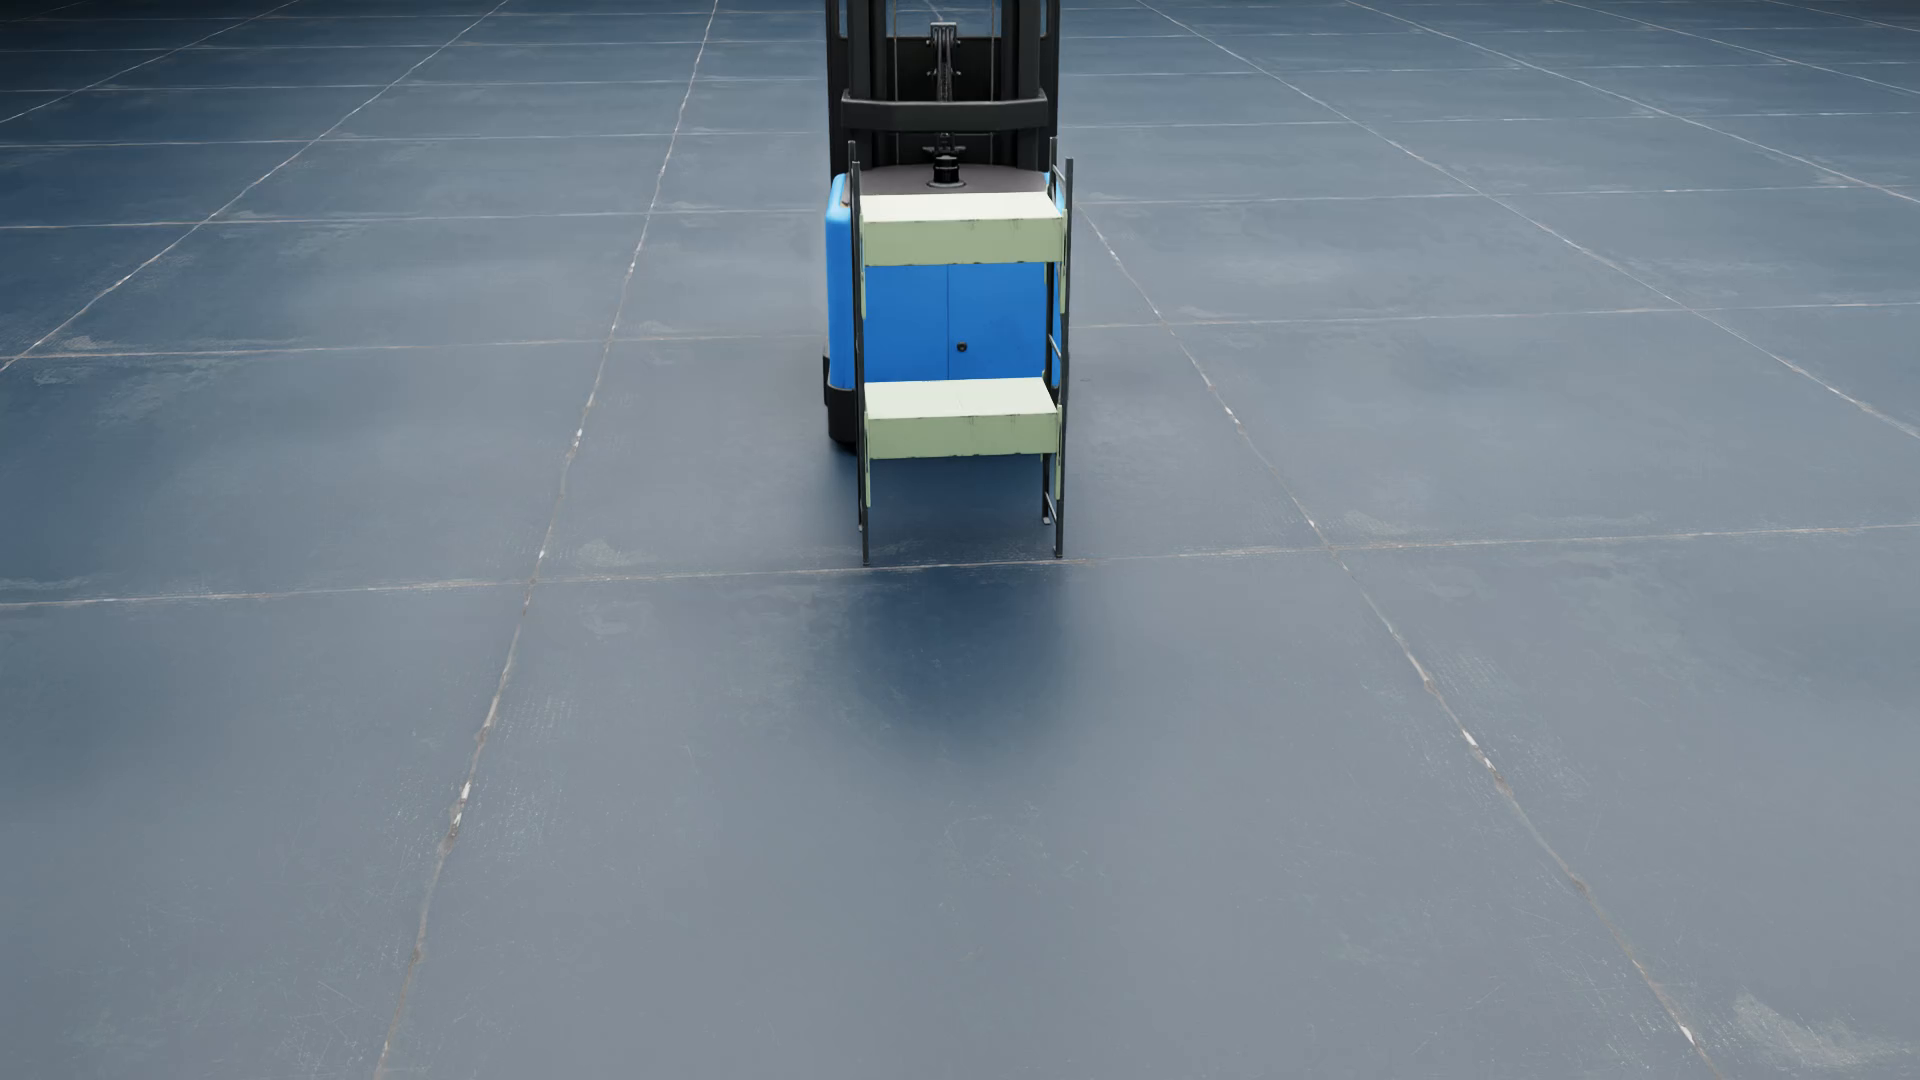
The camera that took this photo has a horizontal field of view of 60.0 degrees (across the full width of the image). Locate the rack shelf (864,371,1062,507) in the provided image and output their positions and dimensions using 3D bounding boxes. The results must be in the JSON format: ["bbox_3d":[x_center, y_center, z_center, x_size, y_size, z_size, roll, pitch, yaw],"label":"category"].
[{"bbox_3d":[-0.007,-0.387,6.270,0.720,0.370,0.431,-2,24,-5],"label":"rack shelf"}]

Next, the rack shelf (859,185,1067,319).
[{"bbox_3d":[-0.007,-1.042,5.979,0.720,0.370,0.431,-2,24,-5],"label":"rack shelf"}]

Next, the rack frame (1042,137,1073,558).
[{"bbox_3d":[0.358,-0.700,6.170,0.023,1.500,0.400,-2,24,-5],"label":"rack frame"}]

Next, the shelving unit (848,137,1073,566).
[{"bbox_3d":[-0.007,-0.685,6.138,0.755,1.500,0.431,-2,24,-5],"label":"shelving unit"}]

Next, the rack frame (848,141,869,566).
[{"bbox_3d":[-0.371,-0.670,6.105,0.023,1.500,0.400,-2,24,-5],"label":"rack frame"}]

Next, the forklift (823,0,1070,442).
[{"bbox_3d":[-0.086,-2.316,8.044,1.130,2.935,3.031,-1,24,-1],"label":"forklift"}]
